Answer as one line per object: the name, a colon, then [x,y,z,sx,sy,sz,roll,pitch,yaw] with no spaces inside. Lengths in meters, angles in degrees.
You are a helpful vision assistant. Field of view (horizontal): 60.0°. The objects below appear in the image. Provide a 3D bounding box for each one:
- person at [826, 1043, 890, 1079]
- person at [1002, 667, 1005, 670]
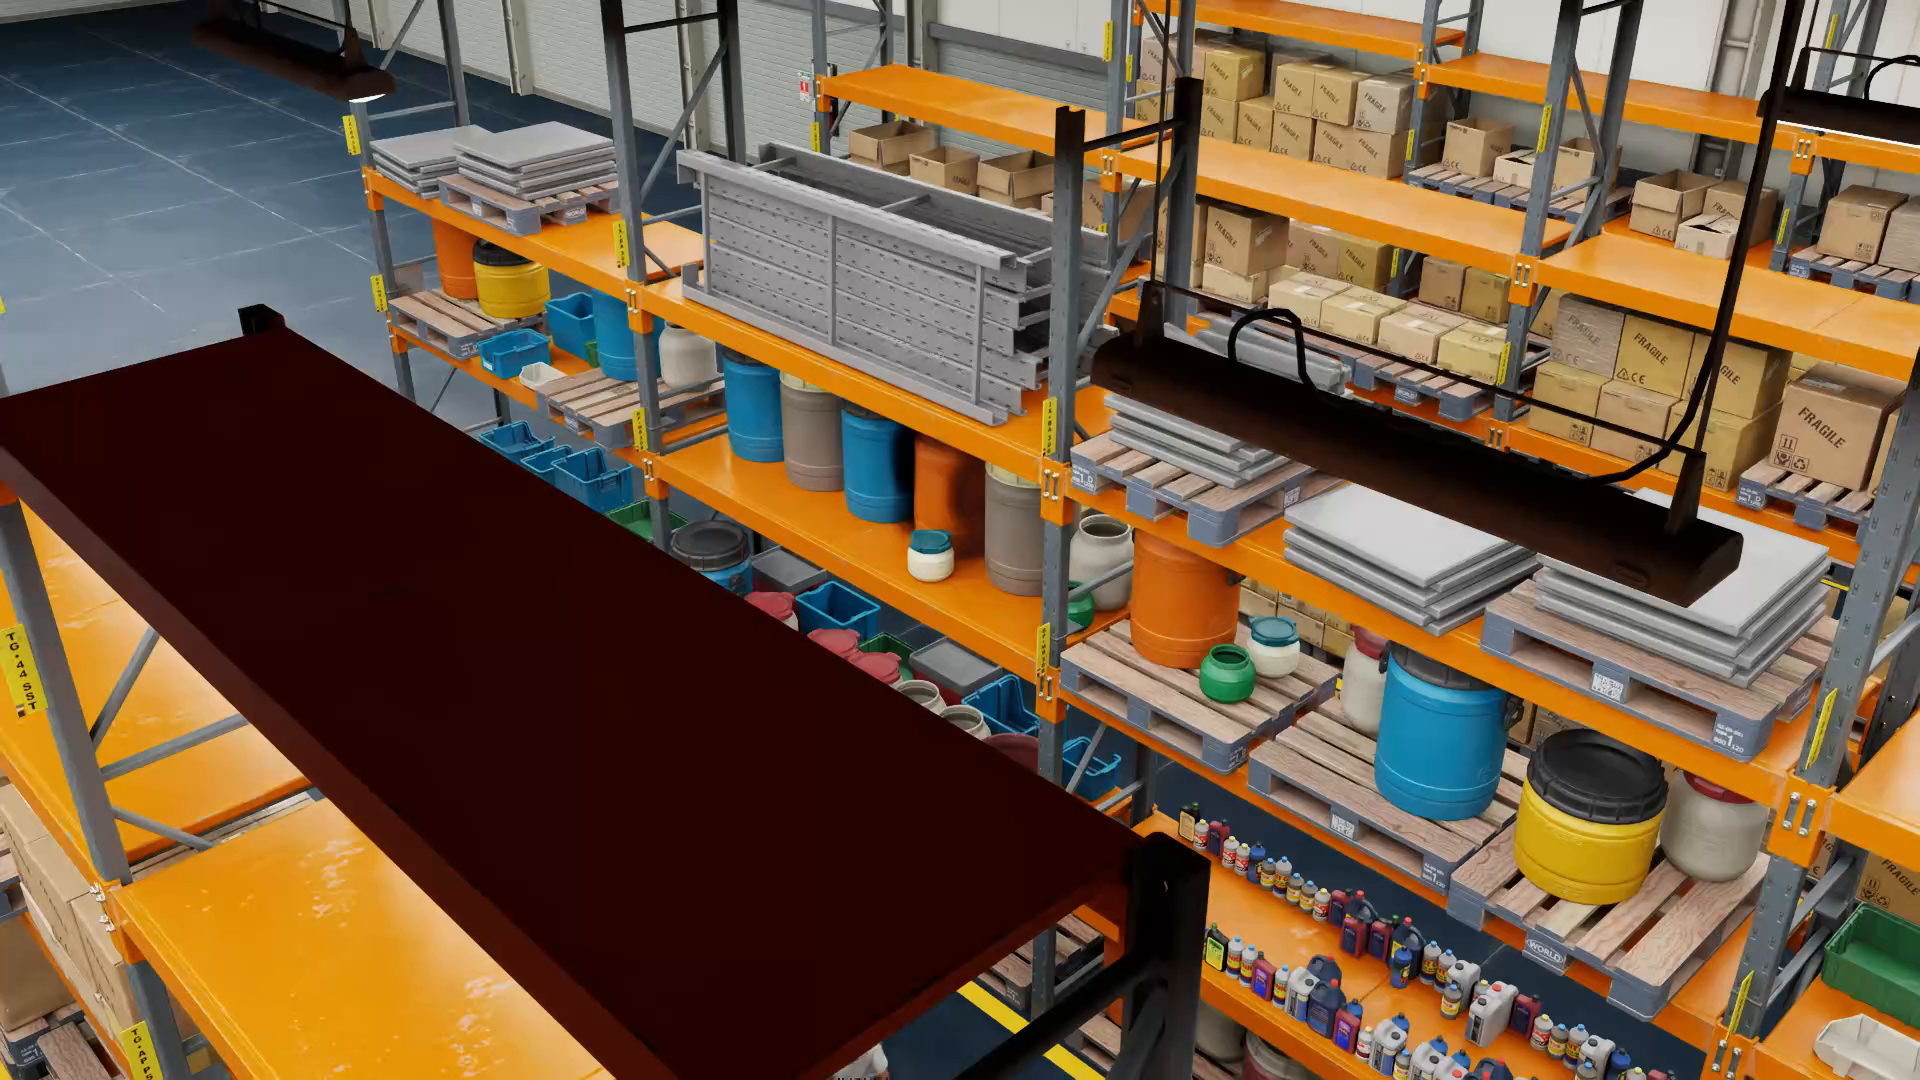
person: [-0.666,3.156,9.196,1.077,1.606,0.409,17,33,29]
person: [0.084,0.383,14.324,0.504,1.750,0.611,-15,32,-26]
